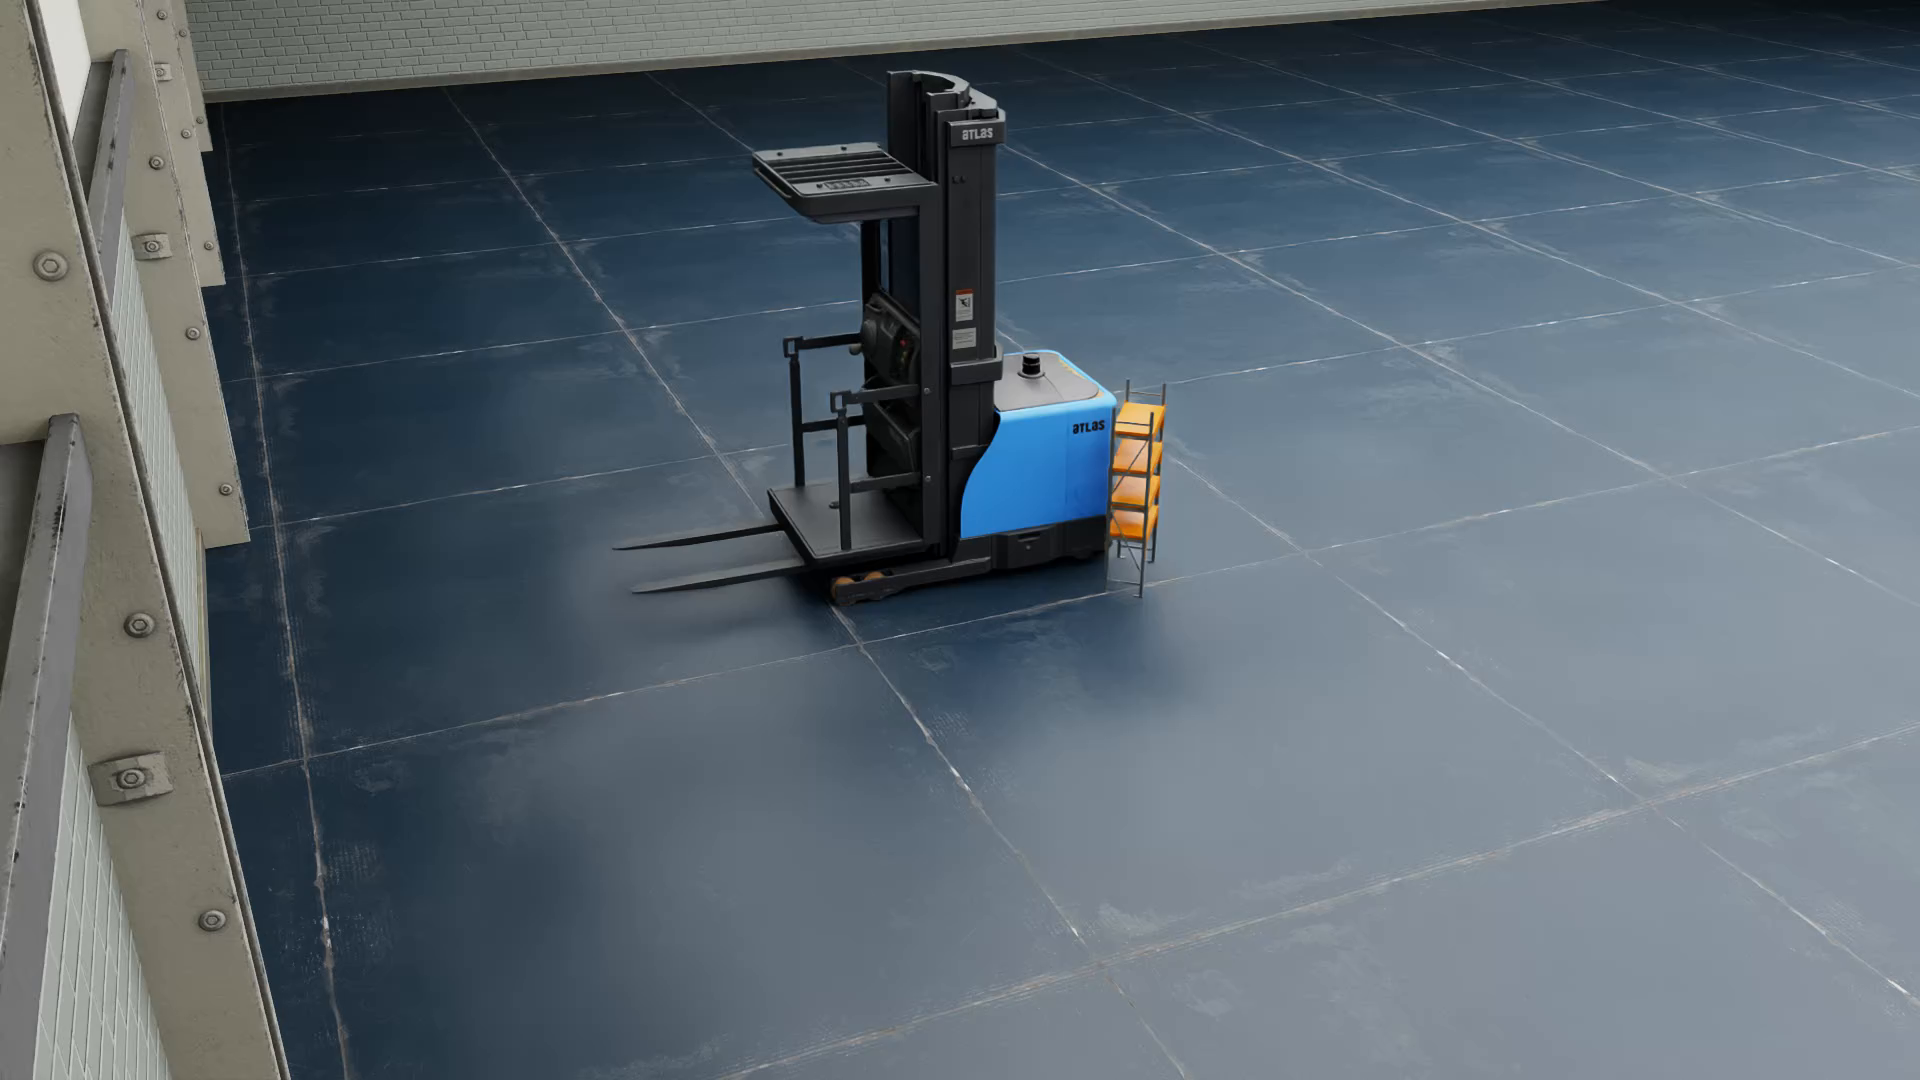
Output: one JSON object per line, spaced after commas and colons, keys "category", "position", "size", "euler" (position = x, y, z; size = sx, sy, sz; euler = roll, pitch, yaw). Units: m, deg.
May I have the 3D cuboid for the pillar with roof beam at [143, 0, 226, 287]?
{"category": "pillar with roof beam", "position": [-3.188, -7.250, 15.343], "size": [9.100, 9.000, 0.400], "euler": [-11, 28, -21]}

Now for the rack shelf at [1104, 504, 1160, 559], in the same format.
{"category": "rack shelf", "position": [1.050, -0.072, 10.133], "size": [0.258, 0.148, 0.480], "euler": [7, 27, 13]}

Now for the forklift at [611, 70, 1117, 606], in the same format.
{"category": "forklift", "position": [-0.601, -1.184, 9.835], "size": [3.031, 2.935, 1.130], "euler": [-10, 28, -19]}

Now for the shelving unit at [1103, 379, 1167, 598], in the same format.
{"category": "shelving unit", "position": [1.052, -0.310, 10.016], "size": [0.258, 1.200, 0.503], "euler": [7, 27, 13]}

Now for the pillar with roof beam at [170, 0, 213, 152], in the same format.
{"category": "pillar with roof beam", "position": [-5.538, -9.672, 20.304], "size": [9.100, 9.000, 0.400], "euler": [-11, 28, -21]}

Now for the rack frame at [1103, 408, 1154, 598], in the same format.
{"category": "rack frame", "position": [0.990, -0.207, 9.804], "size": [0.240, 1.200, 0.015], "euler": [7, 27, 13]}

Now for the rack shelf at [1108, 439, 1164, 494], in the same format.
{"category": "rack shelf", "position": [1.053, -0.451, 9.947], "size": [0.258, 0.148, 0.480], "euler": [7, 27, 13]}

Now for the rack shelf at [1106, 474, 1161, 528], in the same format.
{"category": "rack shelf", "position": [1.051, -0.250, 10.045], "size": [0.258, 0.148, 0.480], "euler": [7, 27, 13]}

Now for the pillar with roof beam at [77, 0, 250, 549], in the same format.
{"category": "pillar with roof beam", "position": [-0.839, -4.828, 10.382], "size": [9.100, 9.000, 0.400], "euler": [-11, 28, -21]}

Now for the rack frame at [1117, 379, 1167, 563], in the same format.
{"category": "rack frame", "position": [1.113, -0.414, 10.228], "size": [0.240, 1.200, 0.015], "euler": [7, 27, 13]}

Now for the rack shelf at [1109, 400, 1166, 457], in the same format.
{"category": "rack shelf", "position": [1.055, -0.663, 9.843], "size": [0.258, 0.148, 0.480], "euler": [7, 27, 13]}
